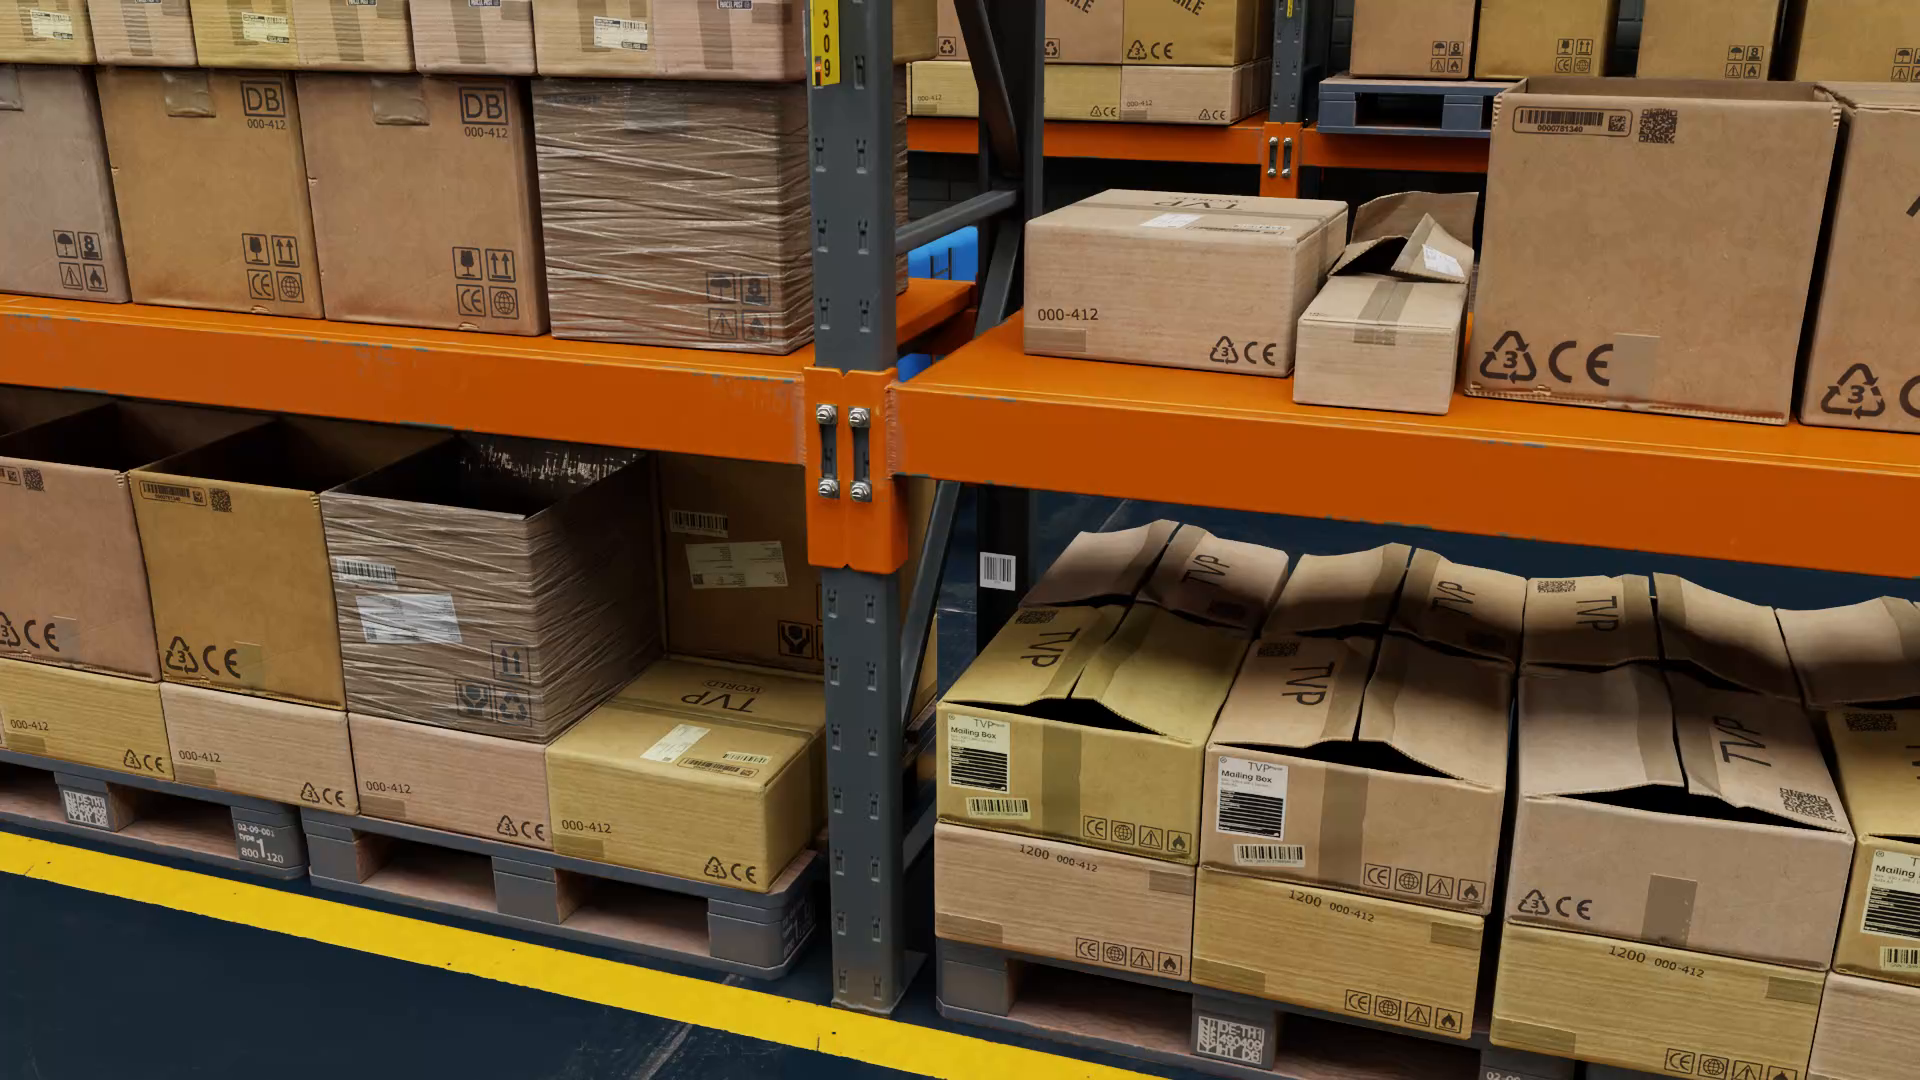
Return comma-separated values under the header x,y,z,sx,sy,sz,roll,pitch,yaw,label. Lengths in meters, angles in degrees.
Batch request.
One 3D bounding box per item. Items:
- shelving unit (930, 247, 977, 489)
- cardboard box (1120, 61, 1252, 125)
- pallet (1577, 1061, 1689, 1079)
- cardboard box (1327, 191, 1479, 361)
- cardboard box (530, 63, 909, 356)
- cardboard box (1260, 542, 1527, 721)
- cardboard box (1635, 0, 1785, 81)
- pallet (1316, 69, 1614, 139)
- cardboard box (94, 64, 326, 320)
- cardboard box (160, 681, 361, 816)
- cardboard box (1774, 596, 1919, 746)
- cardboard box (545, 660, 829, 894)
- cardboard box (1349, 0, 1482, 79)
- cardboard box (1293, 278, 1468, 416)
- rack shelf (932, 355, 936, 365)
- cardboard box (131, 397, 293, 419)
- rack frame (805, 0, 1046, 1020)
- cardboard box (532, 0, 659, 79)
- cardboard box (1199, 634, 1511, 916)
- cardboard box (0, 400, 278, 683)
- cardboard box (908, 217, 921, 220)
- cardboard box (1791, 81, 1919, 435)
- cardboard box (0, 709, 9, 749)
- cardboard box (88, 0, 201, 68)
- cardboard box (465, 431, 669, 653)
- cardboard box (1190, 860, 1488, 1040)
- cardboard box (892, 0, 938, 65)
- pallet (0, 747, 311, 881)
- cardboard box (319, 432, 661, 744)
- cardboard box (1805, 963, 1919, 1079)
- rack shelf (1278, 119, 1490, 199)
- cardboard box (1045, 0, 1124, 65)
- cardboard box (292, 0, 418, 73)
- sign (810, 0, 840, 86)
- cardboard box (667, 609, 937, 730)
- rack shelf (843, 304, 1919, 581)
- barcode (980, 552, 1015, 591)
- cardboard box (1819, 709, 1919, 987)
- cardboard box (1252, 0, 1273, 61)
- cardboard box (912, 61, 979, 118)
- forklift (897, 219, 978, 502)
x,y,z,sx,sy,sz,roll,pitch,yaw,label
0.051,-0.490,5.887,0.252,1.050,0.215,7,20,18,shelving unit
1.039,-2.055,7.613,0.500,0.250,0.500,7,20,18,cardboard box
1.829,0.896,3.185,1.213,0.211,1.003,7,20,18,pallet
0.855,-0.518,3.209,0.258,0.266,0.396,6,20,17,cardboard box
-0.457,-0.713,3.411,0.500,0.500,0.700,6,20,17,cardboard box
0.934,0.225,3.562,0.500,0.311,0.500,7,20,20,cardboard box
3.213,-2.225,7.083,0.500,0.500,0.700,10,21,26,cardboard box
2.260,-1.942,7.381,1.213,0.211,1.003,7,20,18,pallet
-1.430,-0.823,3.728,0.500,0.500,0.700,7,20,19,cardboard box
-1.492,0.392,3.934,0.500,0.250,0.500,7,20,18,cardboard box
1.878,0.335,3.246,0.500,0.311,0.500,6,20,17,cardboard box
-0.546,0.499,3.628,0.500,0.250,0.500,7,20,18,cardboard box
2.056,-2.349,7.439,0.500,0.500,0.700,7,20,18,cardboard box
0.734,-0.341,2.880,0.250,0.149,0.380,7,20,18,cardboard box
0.051,-0.748,5.797,0.240,0.259,0.215,7,20,18,rack shelf
-1.789,-0.182,4.442,0.500,0.500,0.500,7,20,18,cardboard box
-0.036,-0.619,3.296,0.127,3.000,1.000,7,20,18,rack frame
-0.596,-0.963,3.144,0.250,0.149,0.380,6,20,17,cardboard box
0.744,0.394,3.077,0.500,0.311,0.500,6,20,17,cardboard box
-1.965,-0.015,3.964,0.500,0.500,0.500,7,20,18,cardboard box
-0.353,-1.360,8.551,0.500,0.500,0.700,5,20,15,cardboard box
1.655,-0.468,2.708,0.500,0.500,0.500,7,20,18,cardboard box
-2.435,0.283,4.247,0.500,0.250,0.500,7,20,18,cardboard box
-1.562,-1.073,3.461,0.250,0.149,0.380,7,20,20,cardboard box
-0.846,-0.072,4.127,0.500,0.500,0.500,7,20,18,cardboard box
0.746,0.657,3.174,0.500,0.250,0.500,7,20,19,cardboard box
-0.226,-1.062,3.429,0.250,0.149,0.380,6,20,18,cardboard box
-1.930,0.467,4.415,1.213,0.211,1.003,7,20,18,pallet
-1.014,0.087,3.670,0.500,0.500,0.500,7,20,18,cardboard box
1.717,0.767,2.857,0.500,0.250,0.500,7,20,19,cardboard box
3.475,-1.604,7.214,4.000,0.370,1.077,7,20,18,rack shelf
0.565,-2.460,7.634,0.500,0.500,0.500,6,20,18,cardboard box
-1.093,-1.018,3.304,0.250,0.149,0.380,6,20,18,cardboard box
-0.217,-0.893,2.645,0.005,0.325,0.100,7,20,18,sign
-0.375,0.336,4.093,0.500,0.250,0.500,7,20,18,cardboard box
1.853,-0.064,2.794,4.000,0.370,1.077,7,20,18,rack shelf
0.068,0.057,3.026,0.075,0.075,0.001,7,20,18,barcode
1.725,0.504,2.761,0.500,0.311,0.500,7,20,20,cardboard box
1.211,-2.568,7.945,0.500,0.500,0.500,6,20,17,cardboard box
0.091,-2.161,7.917,0.500,0.250,0.500,6,20,18,cardboard box
-1.455,-1.609,6.240,3.031,2.935,1.130,9,21,24,forklift
